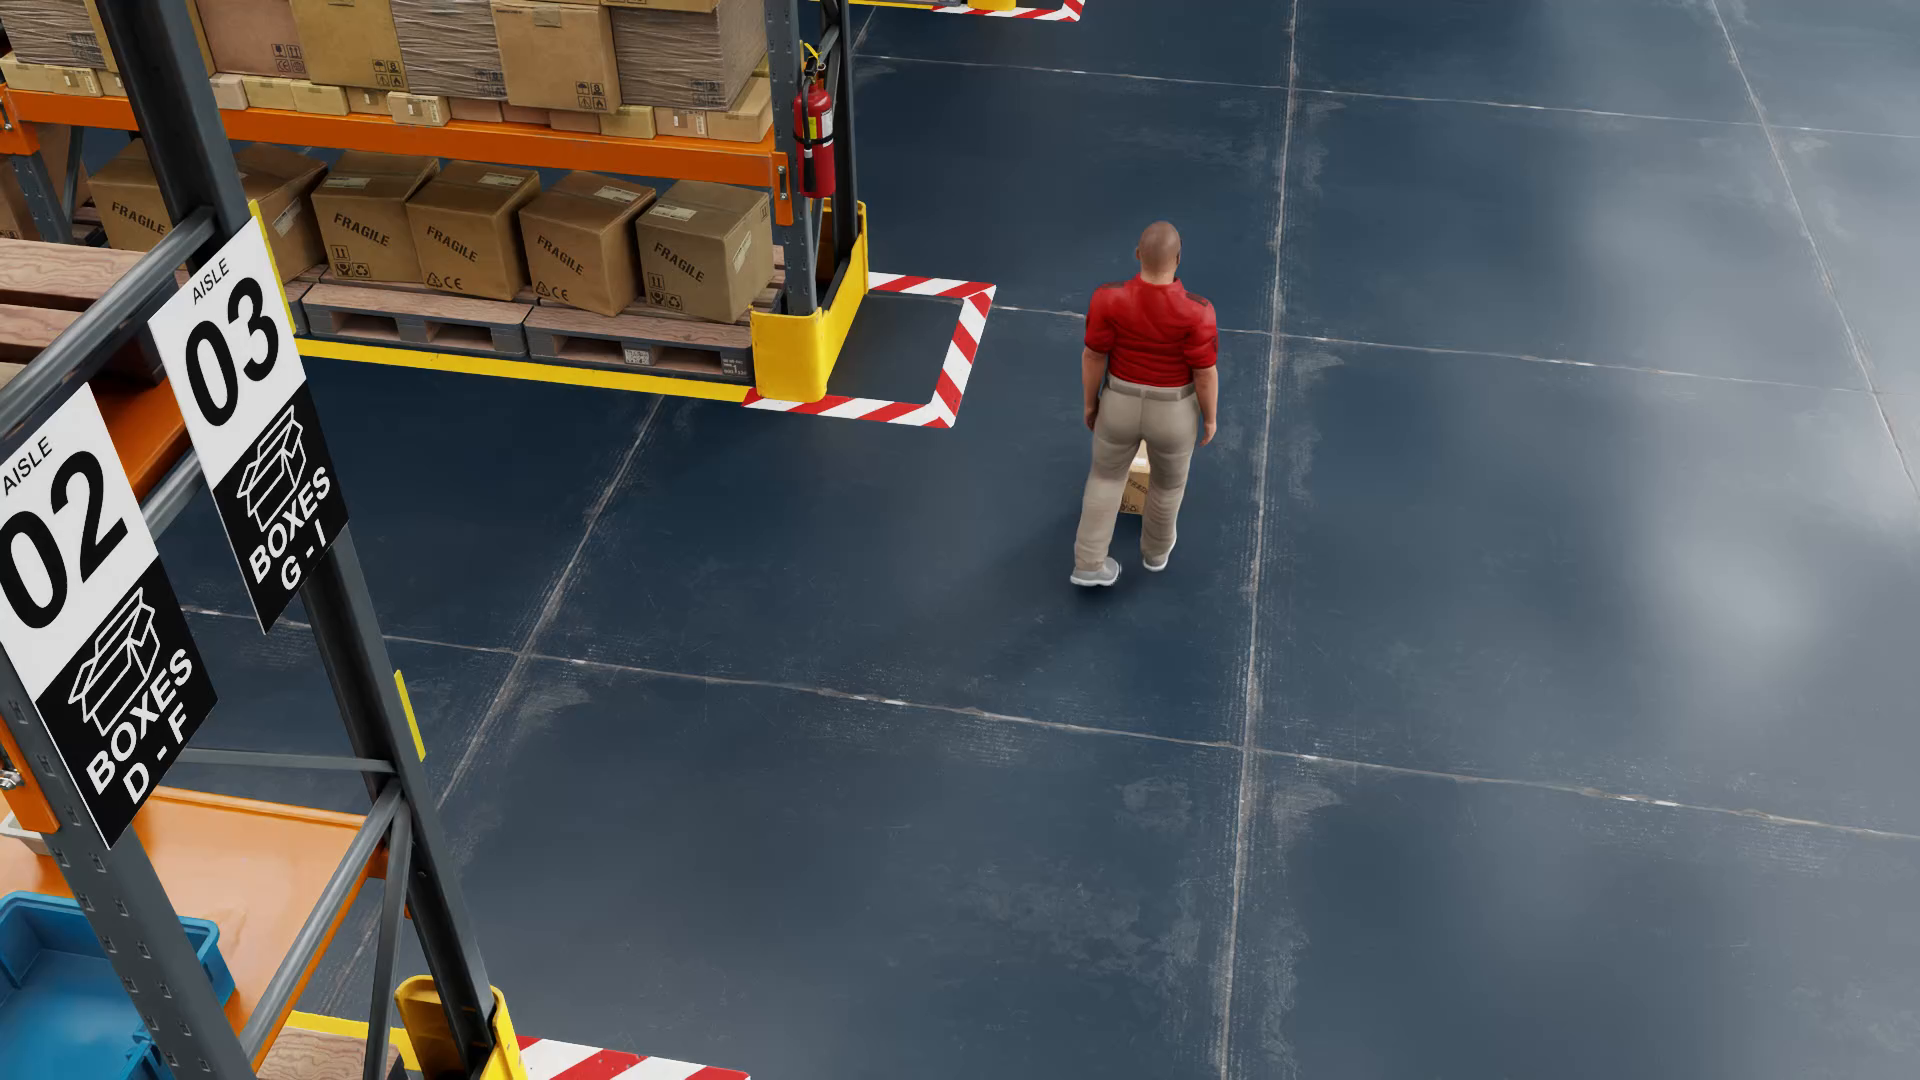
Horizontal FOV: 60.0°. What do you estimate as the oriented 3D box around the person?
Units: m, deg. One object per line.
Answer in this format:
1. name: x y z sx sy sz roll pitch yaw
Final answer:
1. person: 0.775 -0.530 6.805 0.555 1.752 0.612 13 42 14
